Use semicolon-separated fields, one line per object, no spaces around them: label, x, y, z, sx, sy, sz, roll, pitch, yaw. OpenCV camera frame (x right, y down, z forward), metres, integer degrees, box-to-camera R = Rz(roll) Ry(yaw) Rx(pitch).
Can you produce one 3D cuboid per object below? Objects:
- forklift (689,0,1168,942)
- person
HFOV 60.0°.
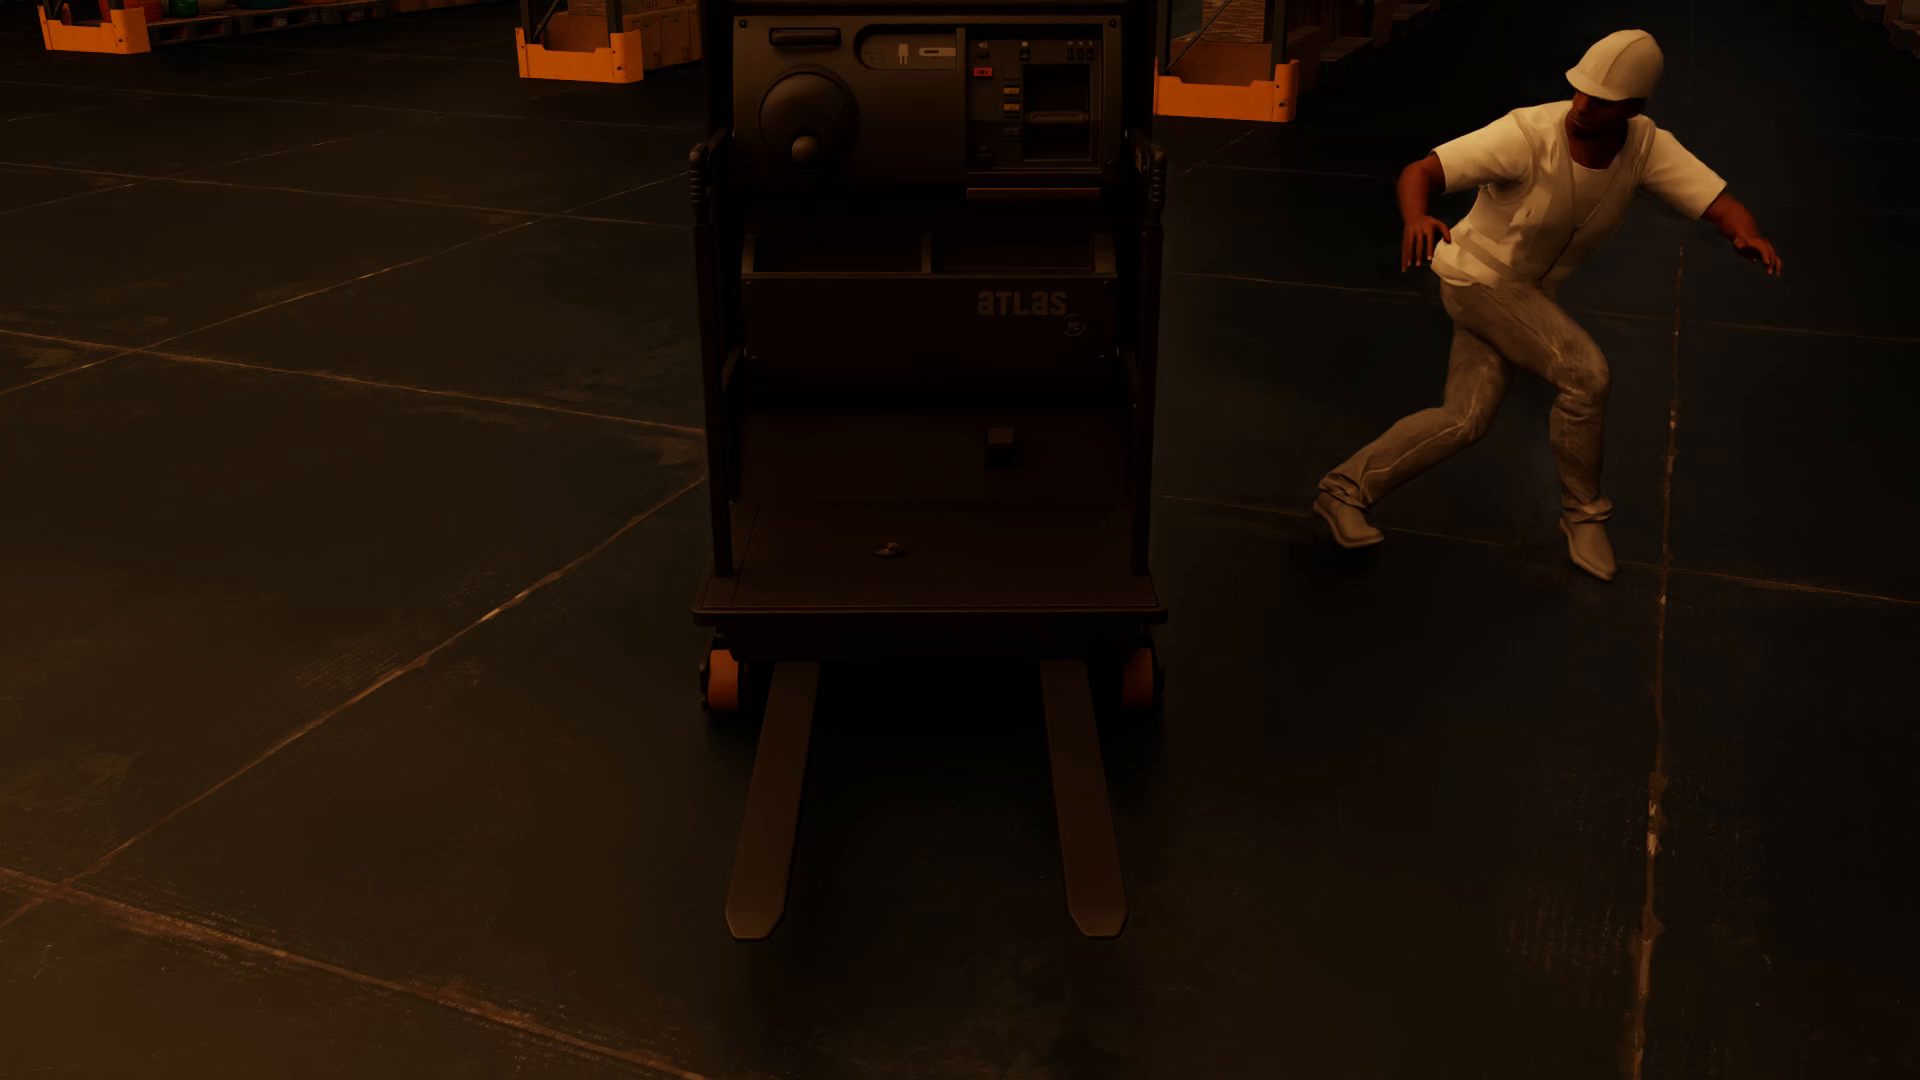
forklift;-0.072;-1.044;3.790;1.130;2.935;3.031;0;23;-1
person;1.638;-0.626;4.637;1.012;1.527;1.040;-16;28;-34
